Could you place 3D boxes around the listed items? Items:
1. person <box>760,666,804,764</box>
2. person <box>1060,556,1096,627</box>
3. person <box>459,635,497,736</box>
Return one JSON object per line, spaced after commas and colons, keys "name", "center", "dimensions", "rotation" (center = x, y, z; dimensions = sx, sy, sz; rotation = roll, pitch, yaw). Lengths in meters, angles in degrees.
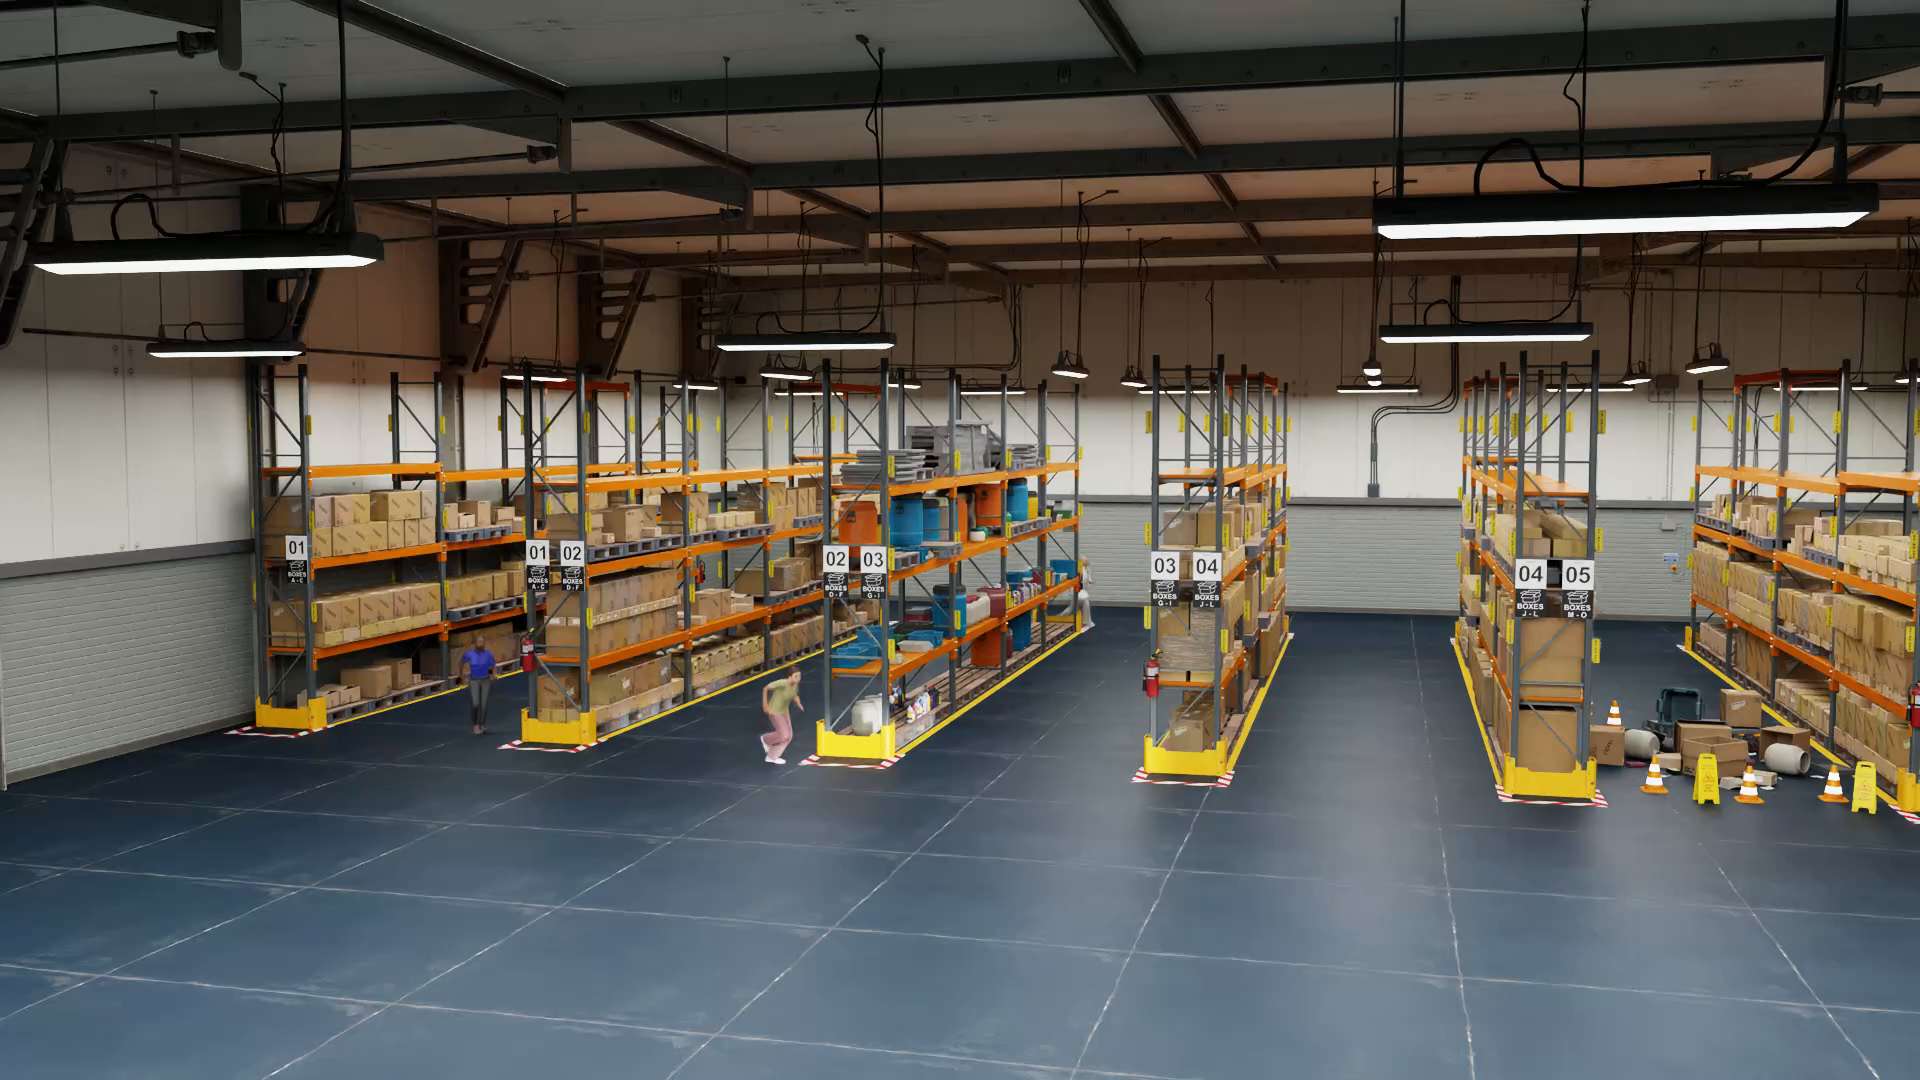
{"name": "person", "center": [-2.665, 2.581, 24.517], "dimensions": [0.779, 1.484, 0.600], "rotation": [3, 5, 37]}
{"name": "person", "center": [2.930, 1.272, 41.524], "dimensions": [0.977, 1.775, 0.687], "rotation": [2, 4, 22]}
{"name": "person", "center": [-7.762, 2.346, 26.850], "dimensions": [0.571, 1.636, 0.757], "rotation": [-2, 4, -25]}
